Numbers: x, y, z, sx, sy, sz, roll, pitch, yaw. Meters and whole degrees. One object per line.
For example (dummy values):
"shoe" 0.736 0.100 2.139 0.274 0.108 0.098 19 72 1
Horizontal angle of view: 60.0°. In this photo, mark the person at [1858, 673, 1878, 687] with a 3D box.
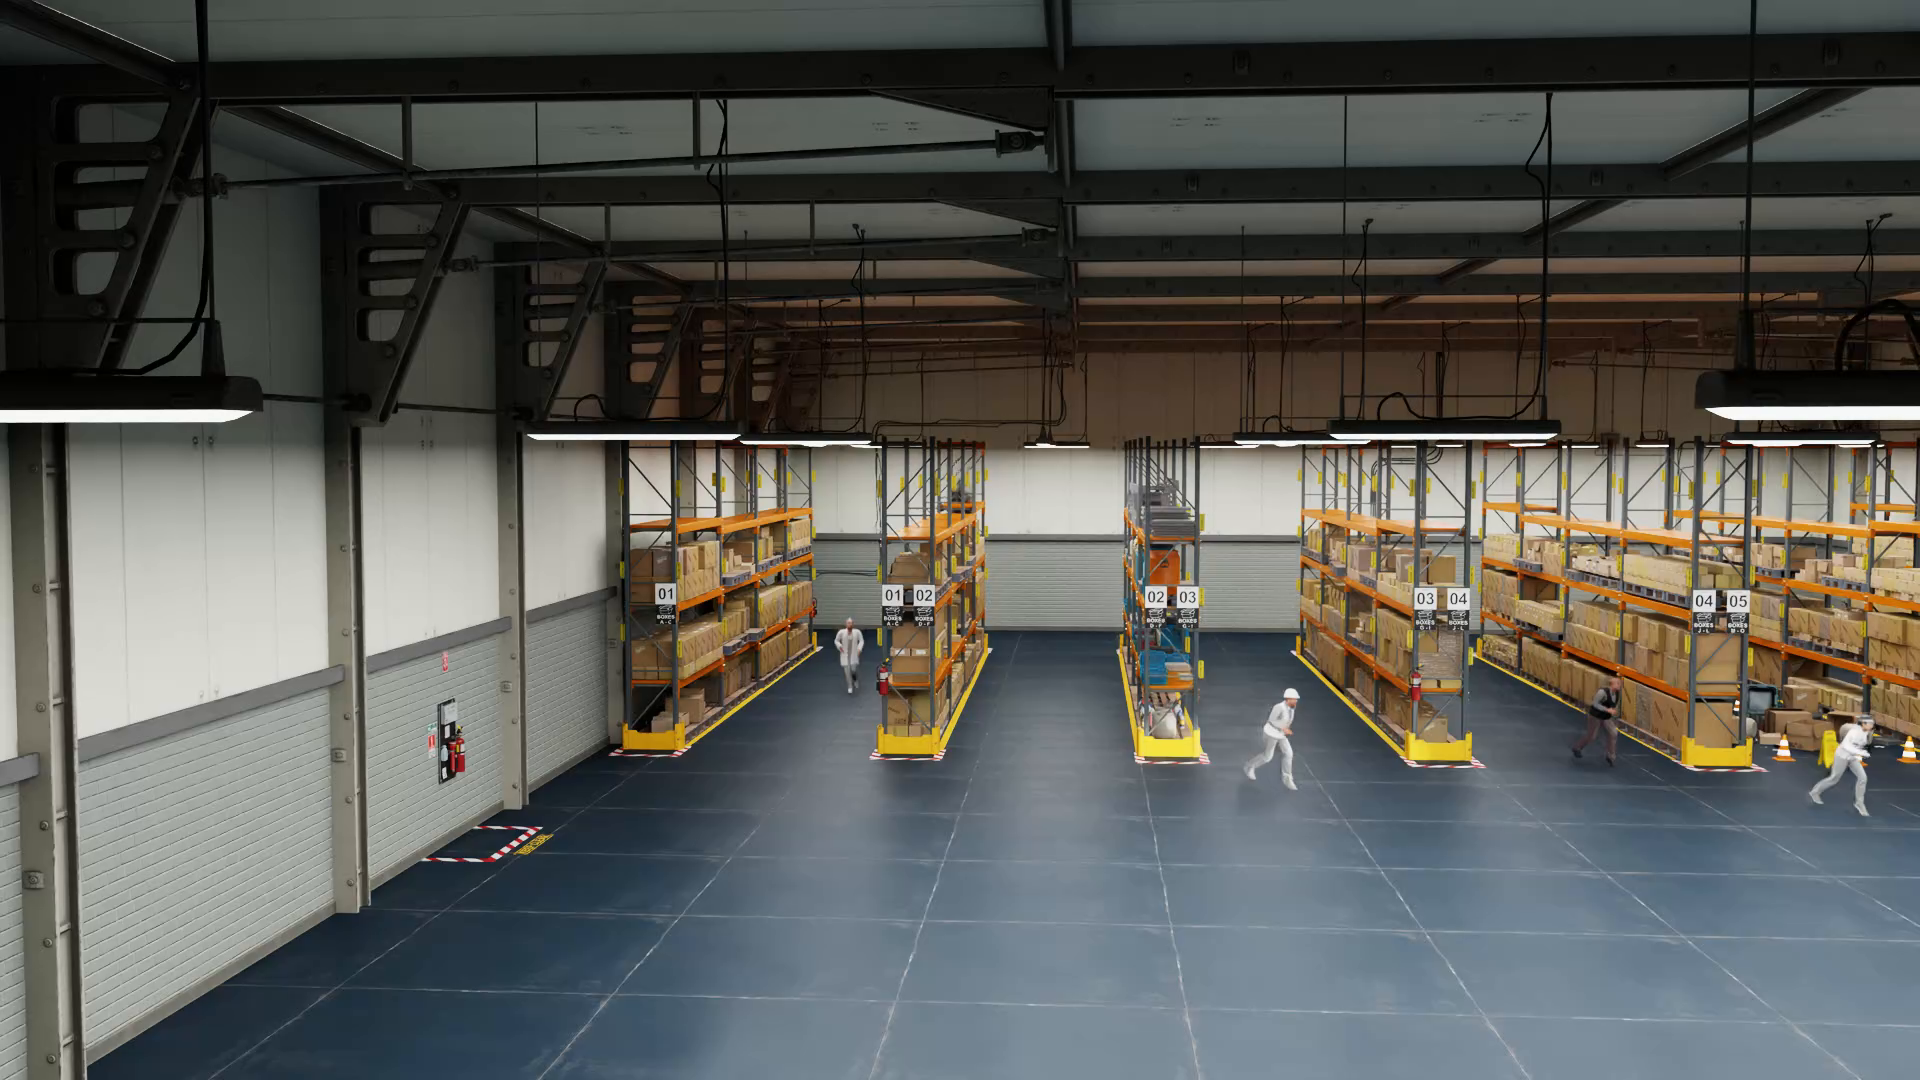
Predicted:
"person" 20.876 2.884 38.106 0.575 1.670 0.795 0 3 -2

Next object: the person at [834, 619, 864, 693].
"person" -2.635 2.747 39.476 0.698 1.749 0.678 0 3 -5

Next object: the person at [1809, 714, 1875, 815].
"person" 14.052 3.538 26.487 0.658 1.625 0.965 -3 4 -39

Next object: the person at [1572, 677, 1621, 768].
"person" 11.668 3.350 30.456 0.683 1.583 0.994 -2 4 -33

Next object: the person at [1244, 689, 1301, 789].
"person" 5.344 3.372 28.448 1.045 1.733 0.697 2 4 36
